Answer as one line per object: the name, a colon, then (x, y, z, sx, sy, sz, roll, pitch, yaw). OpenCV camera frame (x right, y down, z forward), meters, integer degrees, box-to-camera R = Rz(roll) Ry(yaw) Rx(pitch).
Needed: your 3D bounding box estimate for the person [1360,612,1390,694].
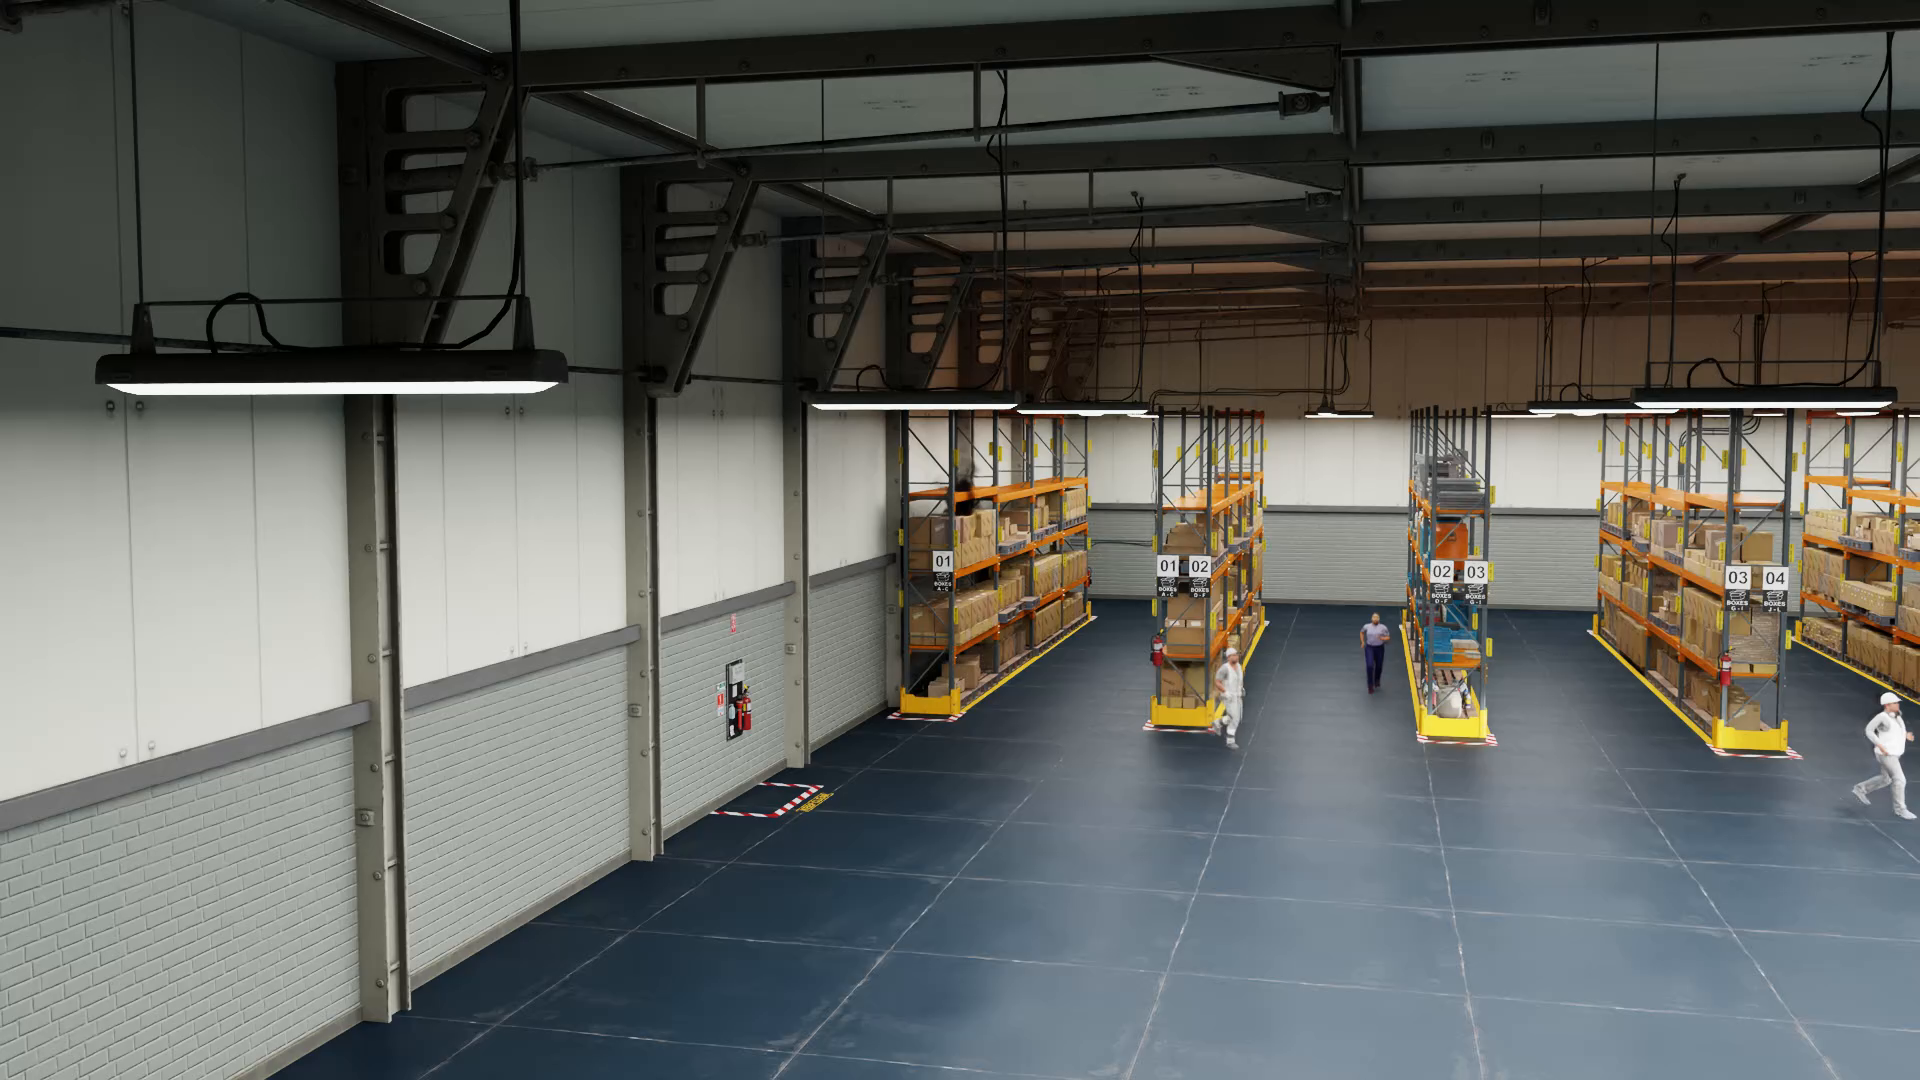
person: (8.775, 2.371, 35.165, 0.594, 1.658, 0.895, 1, 4, 8)

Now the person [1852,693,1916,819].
person: (13.489, 3.102, 24.203, 0.648, 1.787, 0.890, -4, 5, -42)

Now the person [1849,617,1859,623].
person: (23.640, 1.766, 43.583, 0.724, 1.725, 0.676, -1, 4, -19)

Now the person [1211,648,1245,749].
person: (4.687, 2.758, 29.237, 0.662, 1.774, 0.668, -4, 5, -41)
